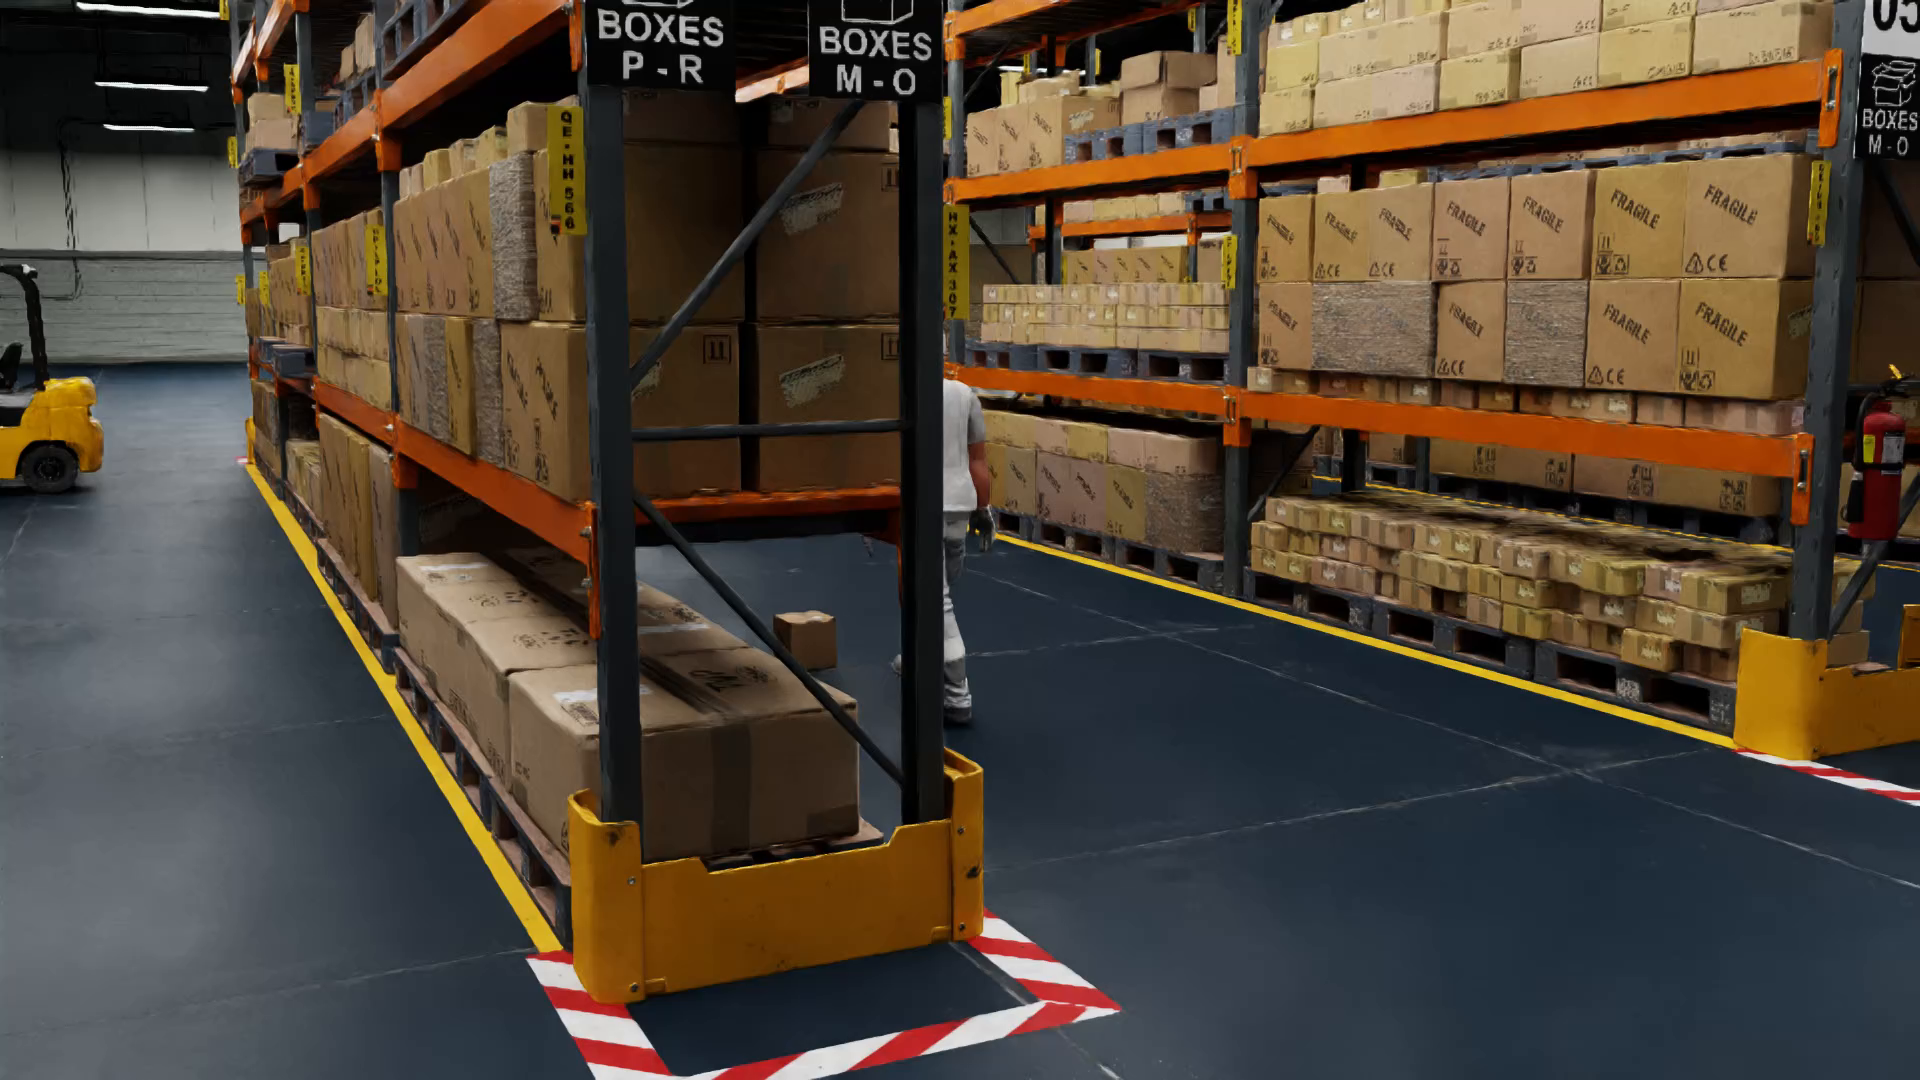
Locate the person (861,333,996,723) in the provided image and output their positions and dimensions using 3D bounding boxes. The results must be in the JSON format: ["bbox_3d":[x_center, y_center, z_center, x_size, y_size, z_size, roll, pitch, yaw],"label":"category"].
[{"bbox_3d":[-0.193,-0.121,7.538,0.570,1.751,0.895,-5,10,-31],"label":"person"}]
